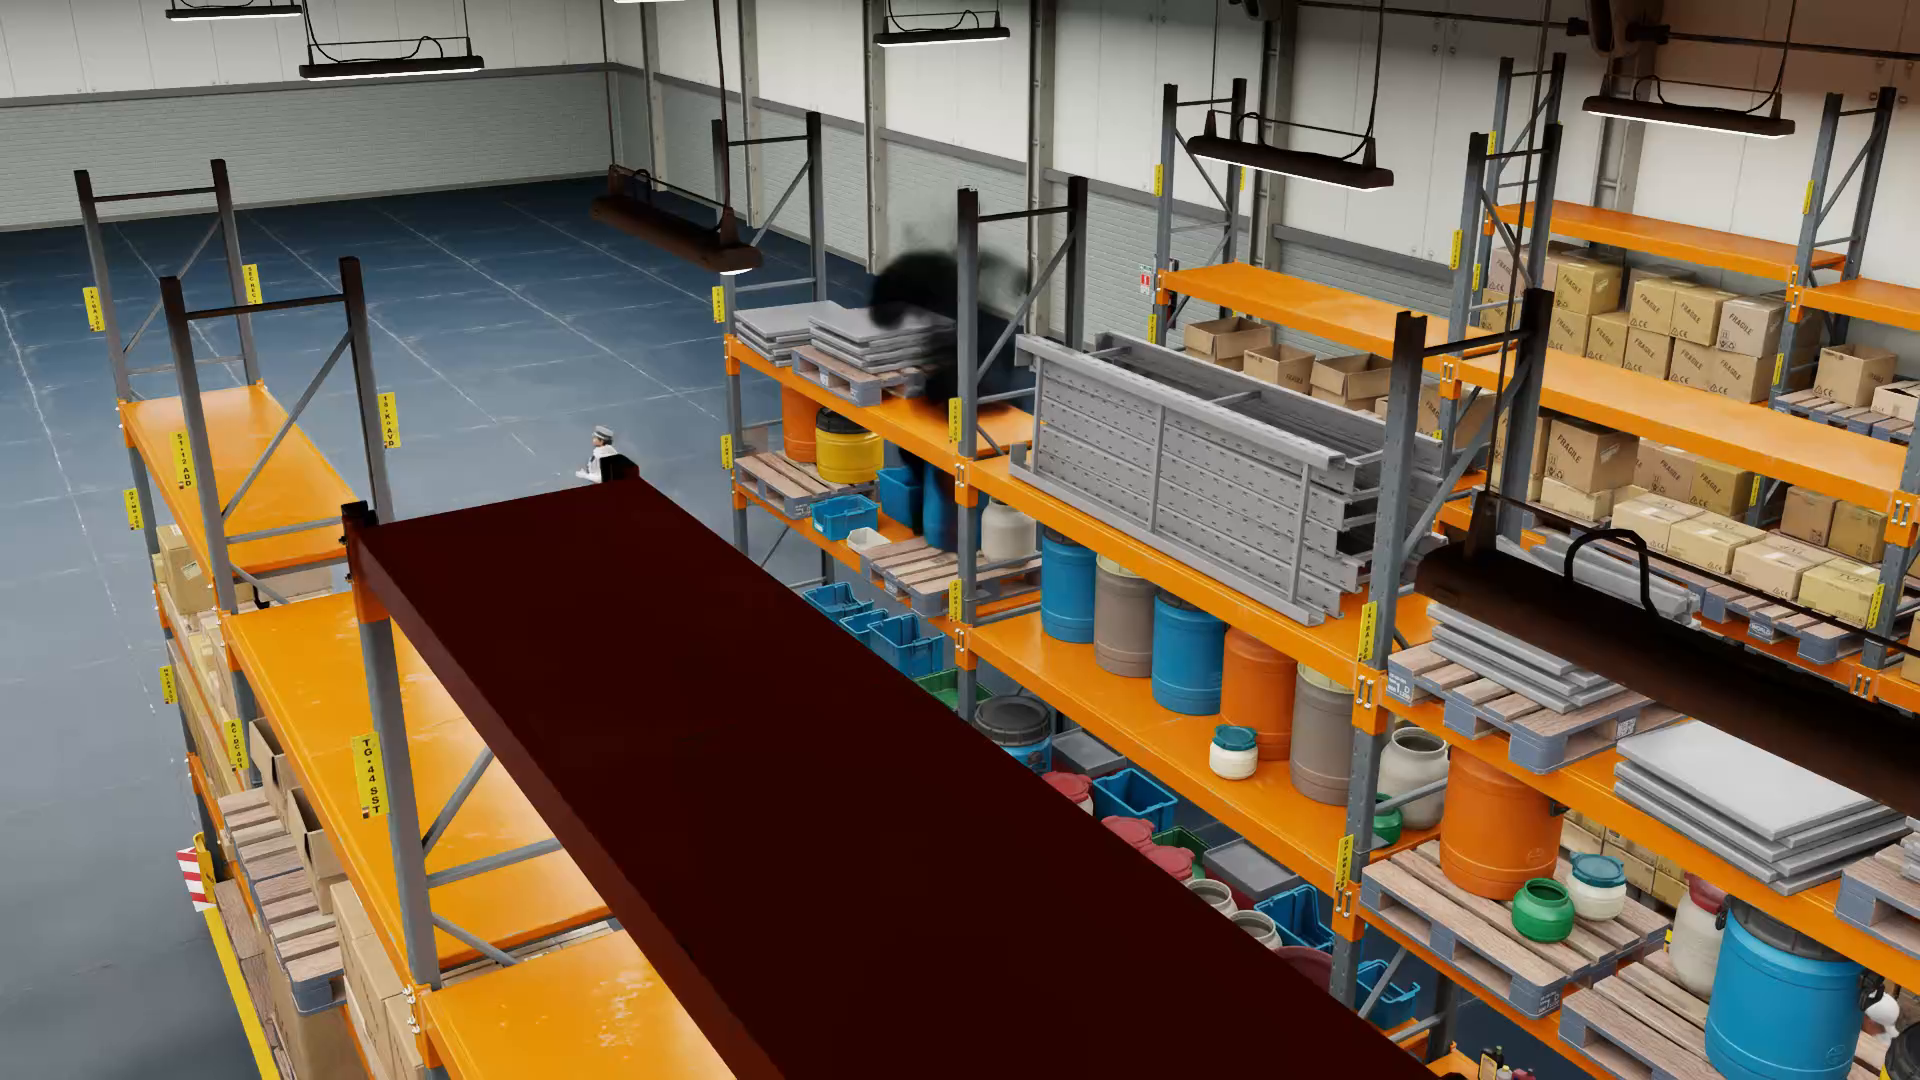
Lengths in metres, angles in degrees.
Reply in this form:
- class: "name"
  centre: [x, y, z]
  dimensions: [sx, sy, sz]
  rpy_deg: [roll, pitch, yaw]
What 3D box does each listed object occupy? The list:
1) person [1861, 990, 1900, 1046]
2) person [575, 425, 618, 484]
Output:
- class: "person"
  centre: [5.456, 3.526, 10.243]
  dimensions: [0.608, 1.816, 0.747]
  rpy_deg: [-17, 27, -36]
- class: "person"
  centre: [-4.415, -0.624, 20.659]
  dimensions: [0.887, 1.671, 0.622]
  rpy_deg: [-4, 22, -9]
